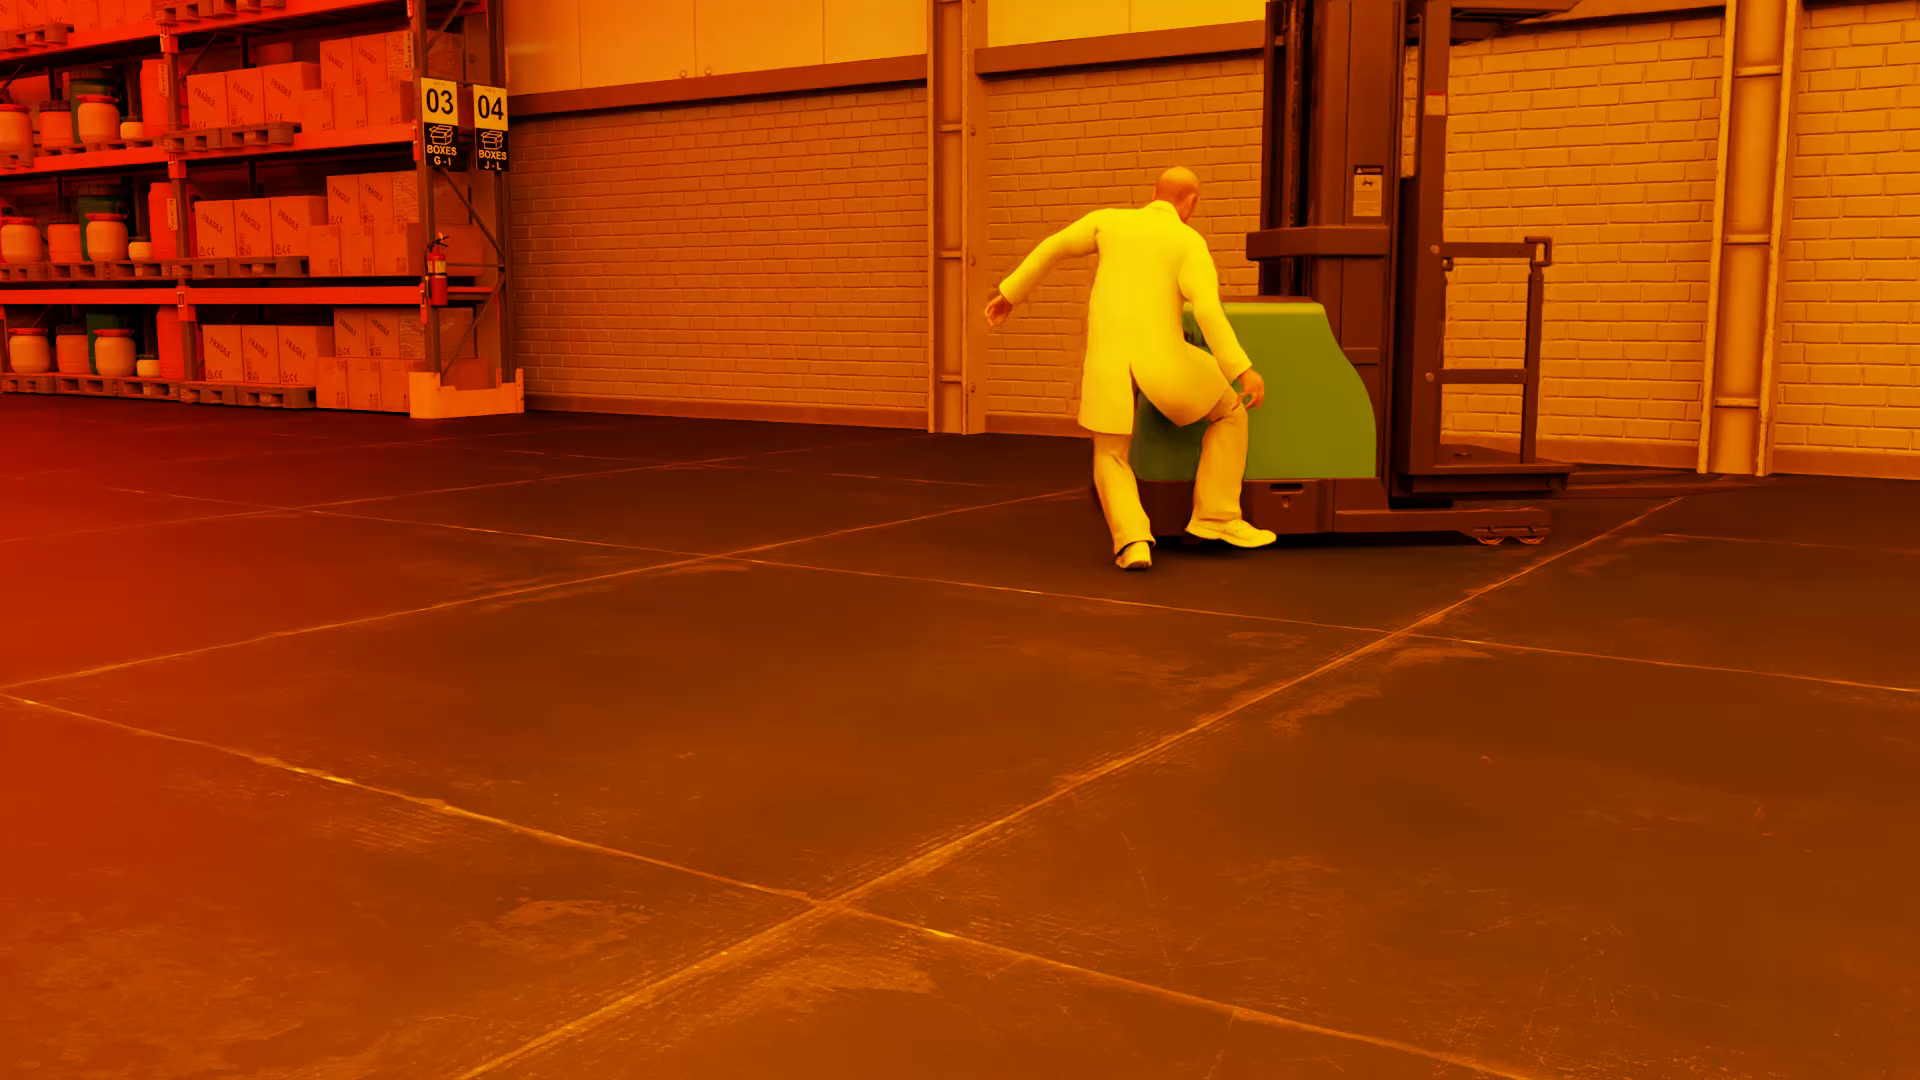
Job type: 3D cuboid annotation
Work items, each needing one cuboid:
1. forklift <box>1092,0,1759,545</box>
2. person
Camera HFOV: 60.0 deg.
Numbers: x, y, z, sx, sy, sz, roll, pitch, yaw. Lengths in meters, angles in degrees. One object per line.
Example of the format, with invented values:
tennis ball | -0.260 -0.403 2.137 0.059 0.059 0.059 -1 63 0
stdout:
forklift | 2.207 -1.499 7.737 3.031 2.935 1.130 -1 8 -8
person | 0.678 -0.689 6.898 1.232 1.700 0.624 3 9 19
